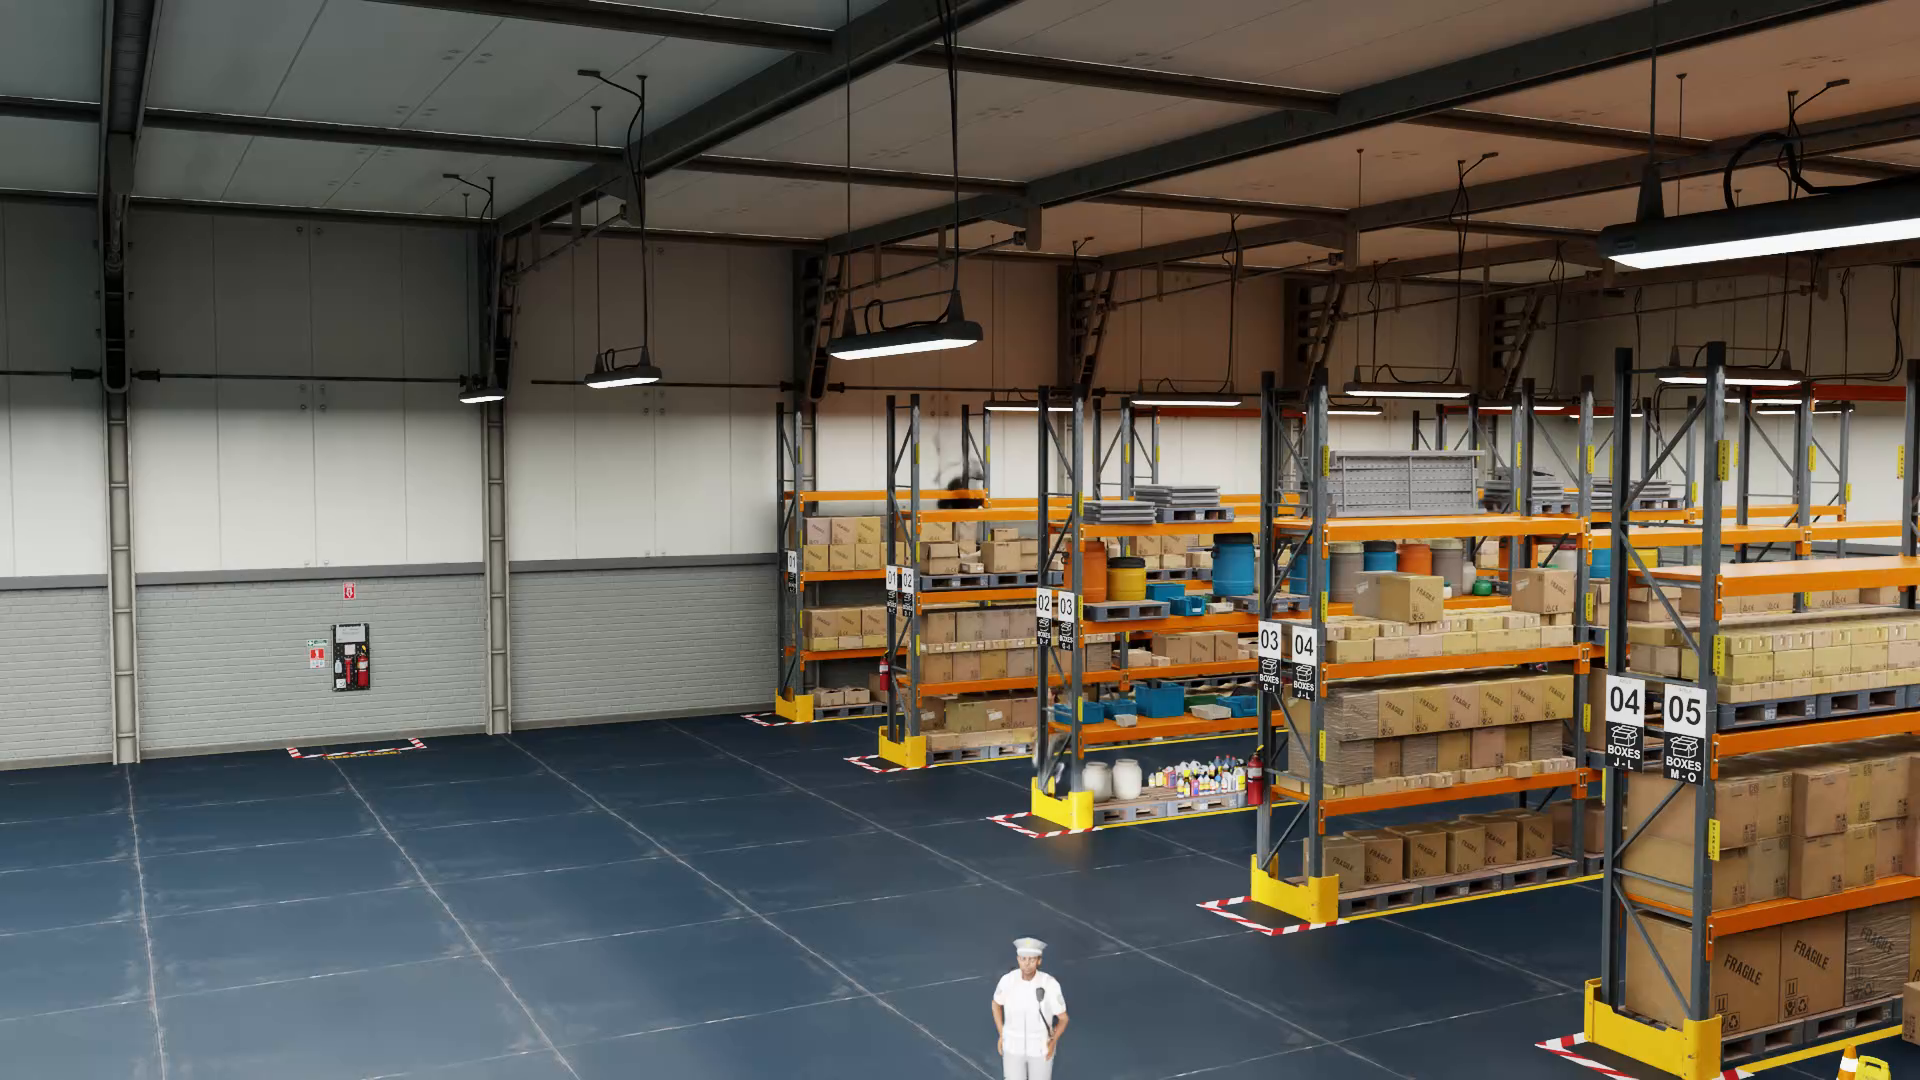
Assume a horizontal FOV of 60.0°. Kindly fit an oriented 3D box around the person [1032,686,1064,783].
[{"bbox_3d":[1.397,2.969,24.712,0.574,1.636,0.565,-2,4,-34],"label":"person"}]

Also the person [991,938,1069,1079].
[{"bbox_3d":[0.492,3.665,11.950,0.577,1.686,0.738,1,3,11],"label":"person"}]
